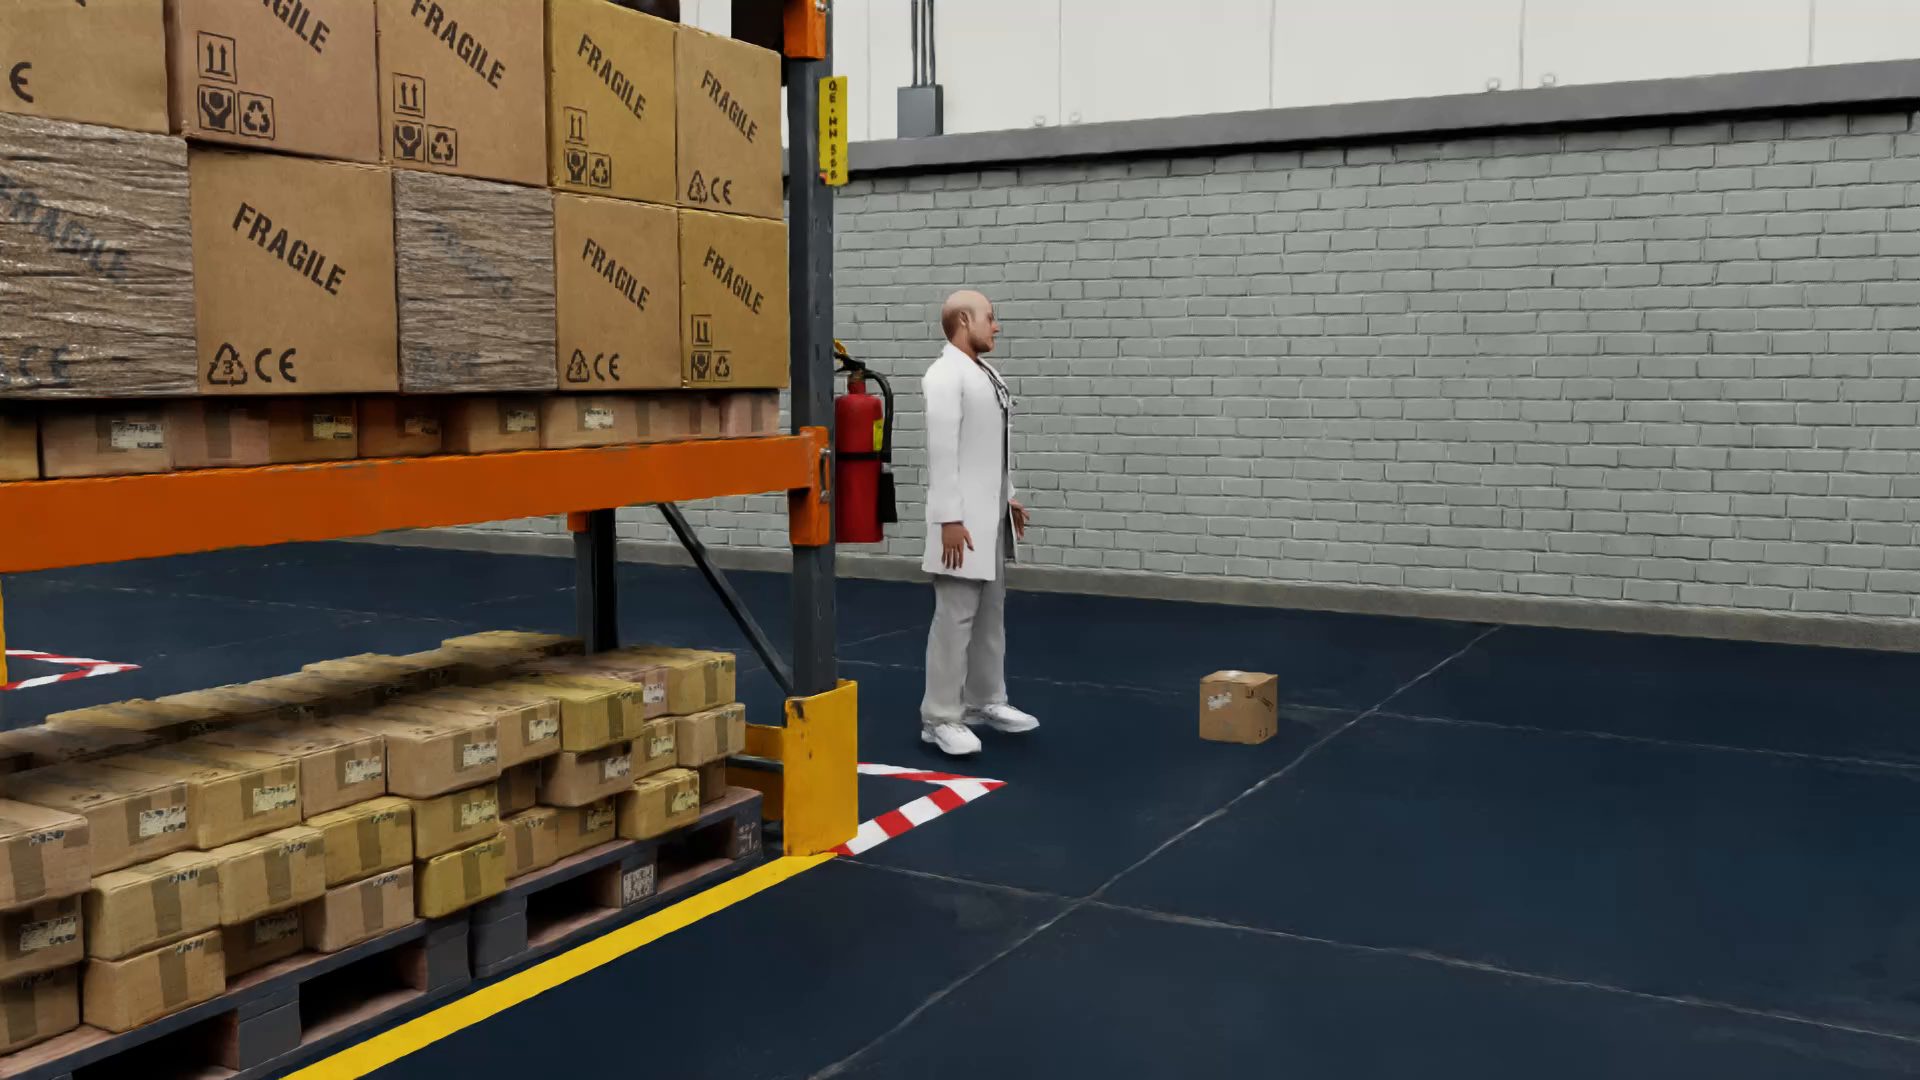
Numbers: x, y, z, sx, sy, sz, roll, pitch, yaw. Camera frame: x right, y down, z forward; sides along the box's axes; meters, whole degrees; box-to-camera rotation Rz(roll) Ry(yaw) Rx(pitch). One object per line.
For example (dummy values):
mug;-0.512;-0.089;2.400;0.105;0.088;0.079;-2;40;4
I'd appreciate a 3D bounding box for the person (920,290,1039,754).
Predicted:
person;0.083;-0.088;6.607;0.429;1.795;0.688;2;6;18
